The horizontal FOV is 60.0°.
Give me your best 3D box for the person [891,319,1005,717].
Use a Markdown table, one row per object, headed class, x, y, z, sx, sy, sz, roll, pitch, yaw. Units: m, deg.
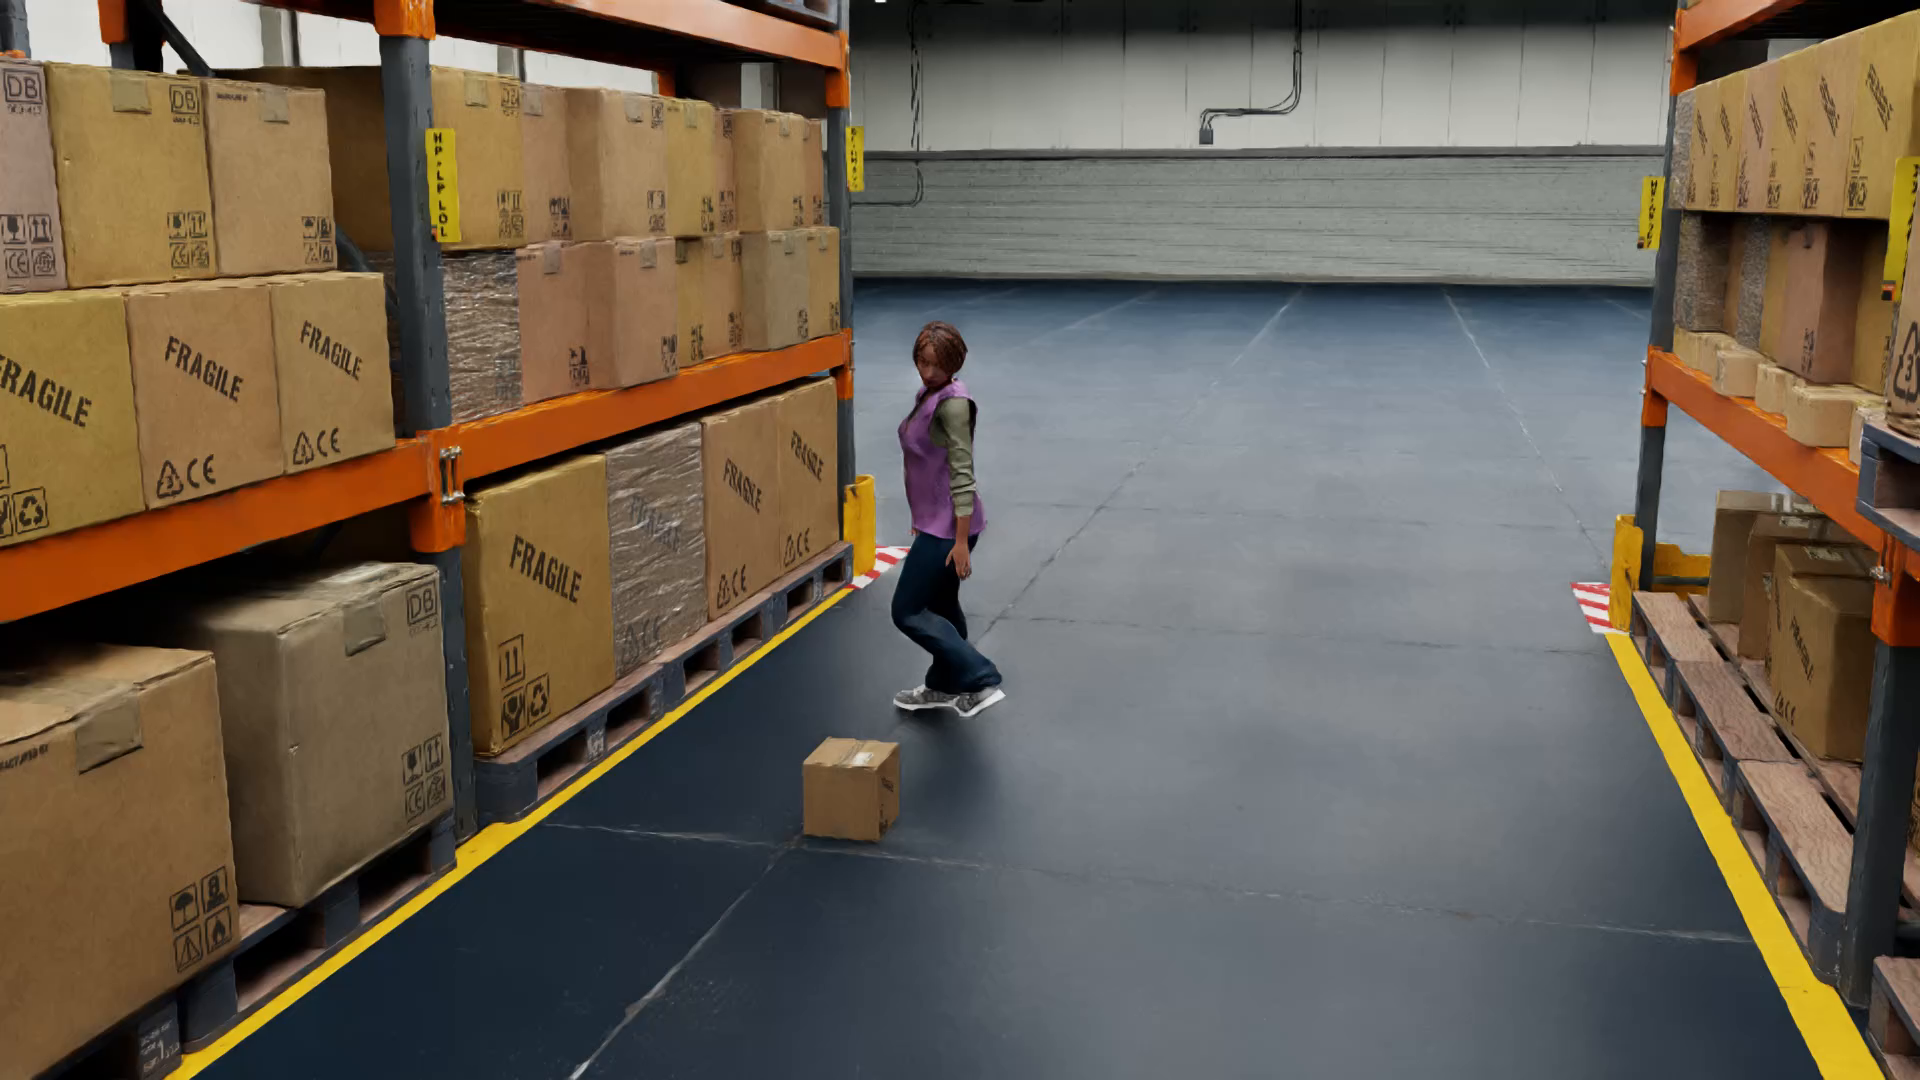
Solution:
| class | x | y | z | sx | sy | sz | roll | pitch | yaw |
| --- | --- | --- | --- | --- | --- | --- | --- | --- | --- |
| person | -0.051 | -0.053 | 6.269 | 0.429 | 1.571 | 0.566 | 0 | 12 | -1 |
